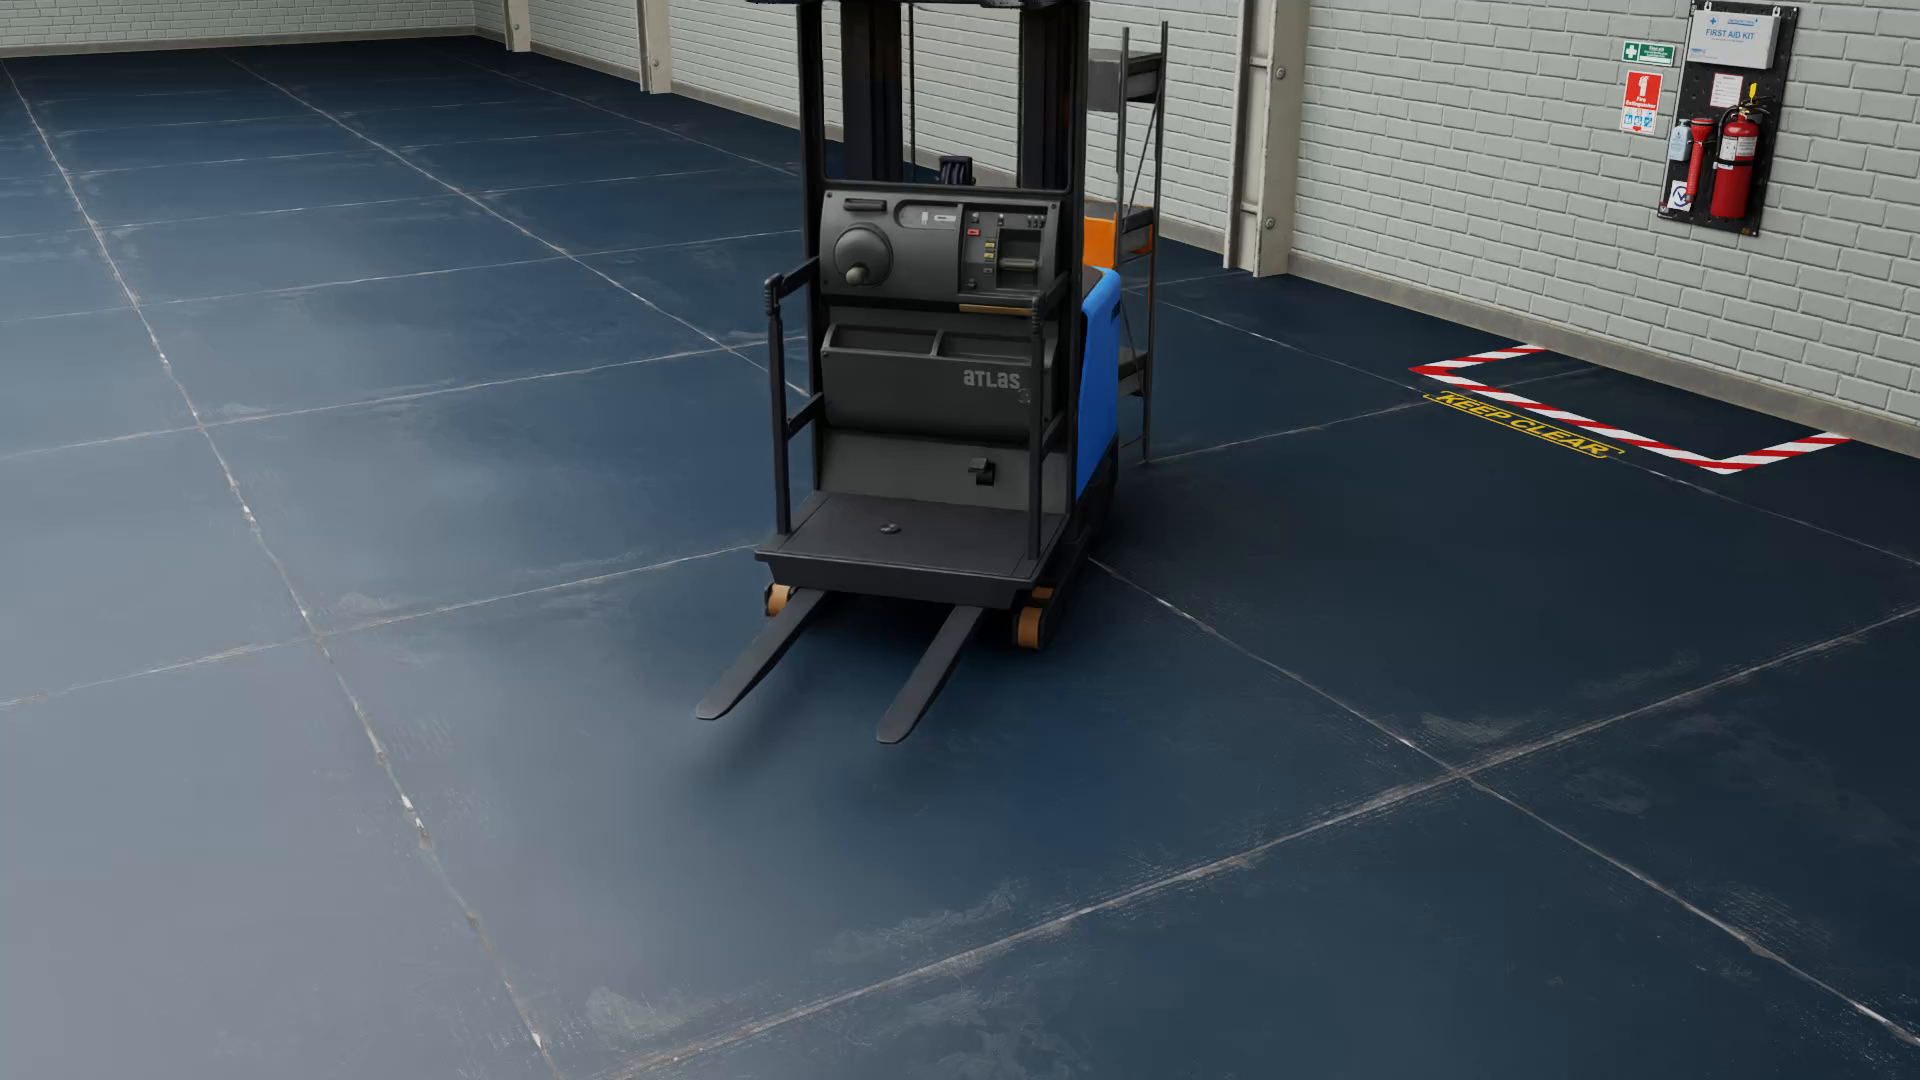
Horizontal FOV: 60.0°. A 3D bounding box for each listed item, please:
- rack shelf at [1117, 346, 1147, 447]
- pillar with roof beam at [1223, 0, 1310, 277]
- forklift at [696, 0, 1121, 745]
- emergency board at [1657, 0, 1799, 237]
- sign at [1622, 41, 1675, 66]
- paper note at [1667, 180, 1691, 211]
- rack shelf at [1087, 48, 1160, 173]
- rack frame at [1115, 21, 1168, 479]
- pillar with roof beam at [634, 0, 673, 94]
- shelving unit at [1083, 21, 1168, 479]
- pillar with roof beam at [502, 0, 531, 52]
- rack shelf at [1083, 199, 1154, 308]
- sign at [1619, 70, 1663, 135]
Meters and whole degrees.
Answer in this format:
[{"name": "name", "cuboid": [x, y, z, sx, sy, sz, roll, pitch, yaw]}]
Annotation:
[{"name": "rack shelf", "cuboid": [0.617, -0.694, 8.125, 0.480, 0.518, 0.431, 14, 26, 31]}, {"name": "pillar with roof beam", "cuboid": [-1.530, -5.322, 8.453, 9.100, 9.000, 0.400, -13, 25, -28]}, {"name": "forklift", "cuboid": [-0.135, -1.102, 6.131, 1.130, 2.935, 3.031, 6, 23, 14]}, {"name": "emergency board", "cuboid": [4.006, -2.235, 8.828, 0.194, 1.169, 0.643, -13, 25, -28]}, {"name": "sign", "cuboid": [3.807, -2.693, 9.202, 0.001, 0.109, 0.331, -13, 25, -28]}, {"name": "paper note", "cuboid": [3.975, -1.898, 9.167, 0.016, 0.148, 0.142, -13, 25, -28]}, {"name": "rack shelf", "cuboid": [0.618, -1.991, 7.597, 0.480, 0.518, 0.431, 14, 26, 31]}, {"name": "rack frame", "cuboid": [0.820, -1.303, 7.730, 0.015, 2.100, 0.400, 14, 26, 31]}, {"name": "pillar with roof beam", "cuboid": [-7.660, -9.206, 18.010, 9.100, 9.000, 0.400, -13, 25, -28]}, {"name": "shelving unit", "cuboid": [0.617, -1.355, 7.856, 0.503, 2.100, 0.431, 14, 26, 31]}, {"name": "pillar with roof beam", "cuboid": [-10.725, -11.148, 22.789, 9.100, 9.000, 0.400, -13, 25, -28]}, {"name": "rack shelf", "cuboid": [0.617, -1.342, 7.861, 0.480, 0.518, 0.431, 14, 26, 31]}, {"name": "sign", "cuboid": [3.812, -2.451, 9.310, 0.001, 0.329, 0.234, -13, 25, -28]}]
